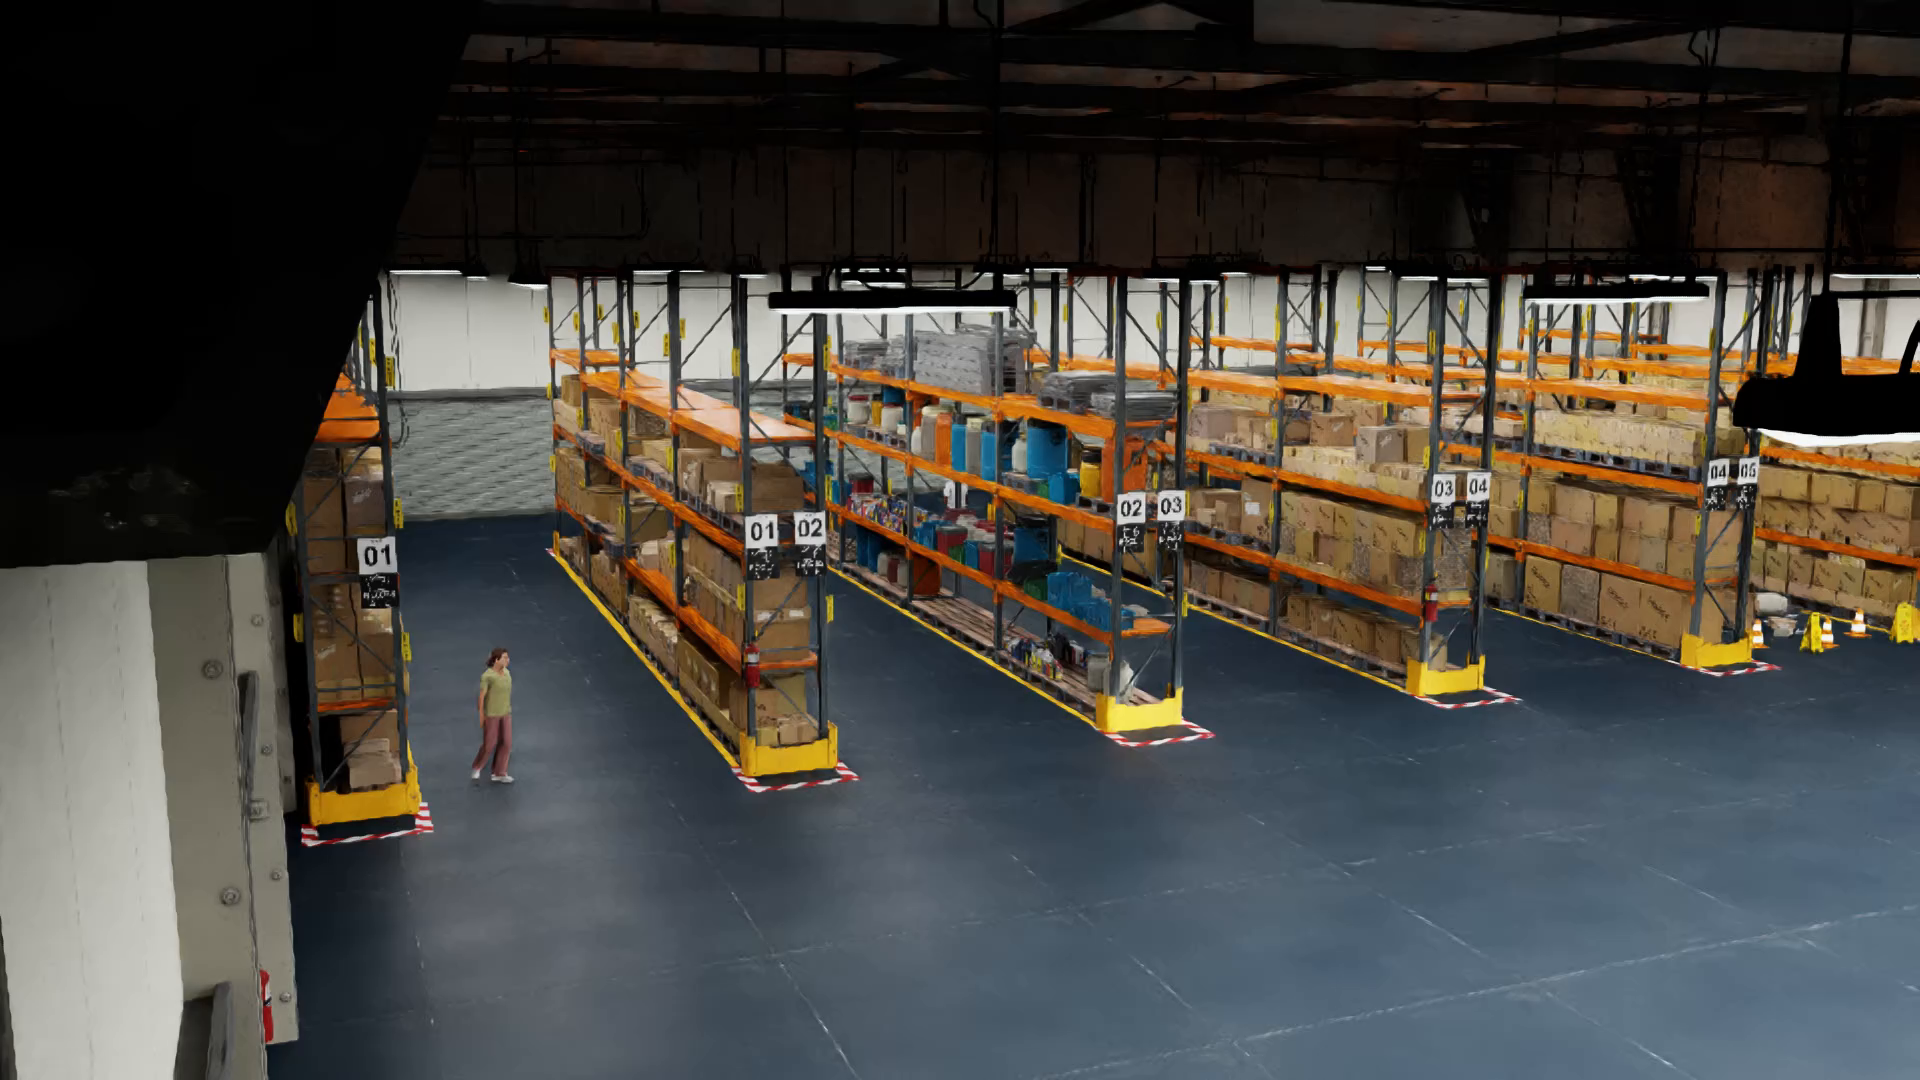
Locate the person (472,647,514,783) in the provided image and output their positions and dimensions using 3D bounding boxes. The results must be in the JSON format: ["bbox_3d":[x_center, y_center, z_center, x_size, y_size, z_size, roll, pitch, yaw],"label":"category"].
[{"bbox_3d":[-5.624,2.085,19.945,0.534,1.657,0.508,6,12,32],"label":"person"}]

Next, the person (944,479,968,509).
[{"bbox_3d":[-0.070,-0.727,35.870,0.577,1.691,1.121,-4,10,-19],"label":"person"}]
